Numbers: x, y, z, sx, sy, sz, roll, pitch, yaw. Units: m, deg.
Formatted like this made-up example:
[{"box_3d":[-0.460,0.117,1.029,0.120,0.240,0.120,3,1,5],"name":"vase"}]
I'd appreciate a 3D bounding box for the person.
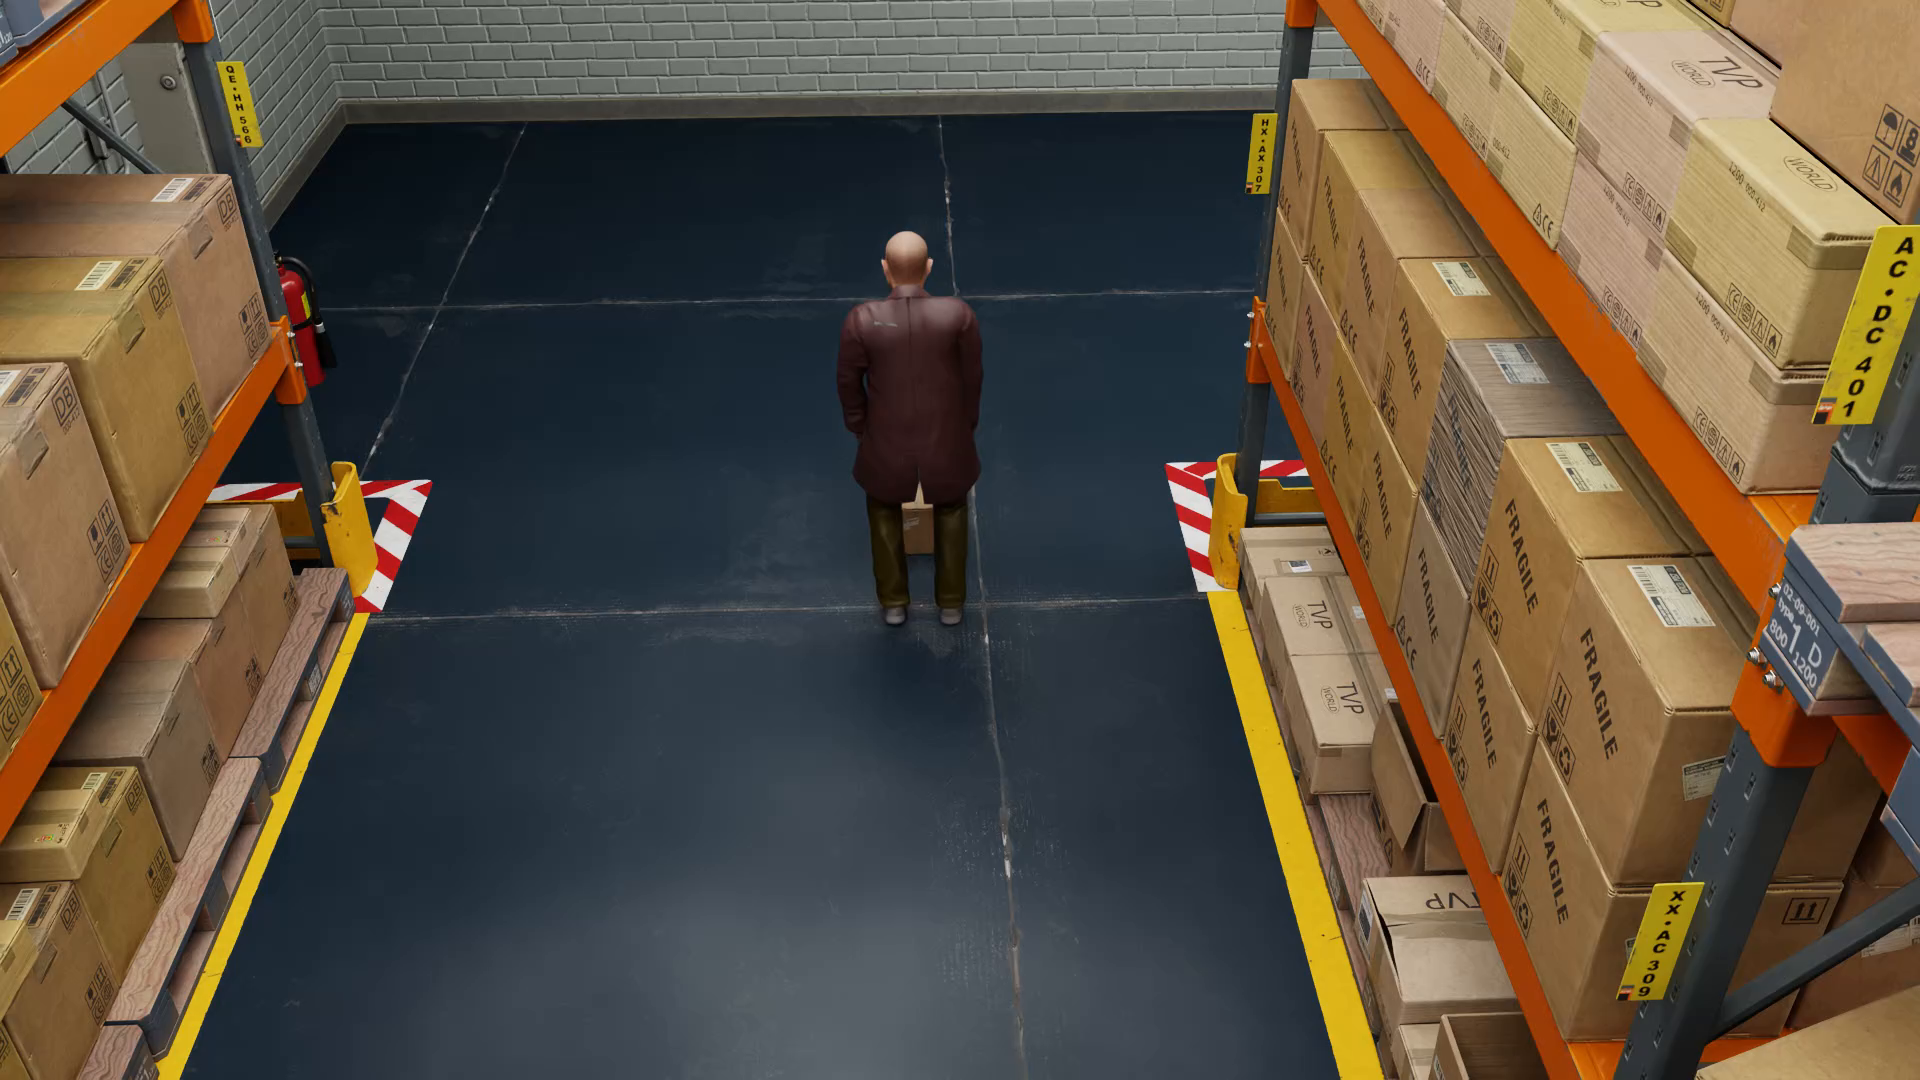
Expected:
[{"box_3d":[-0.201,-0.425,6.829,0.591,1.721,0.432,-1,35,-1],"name":"person"}]
